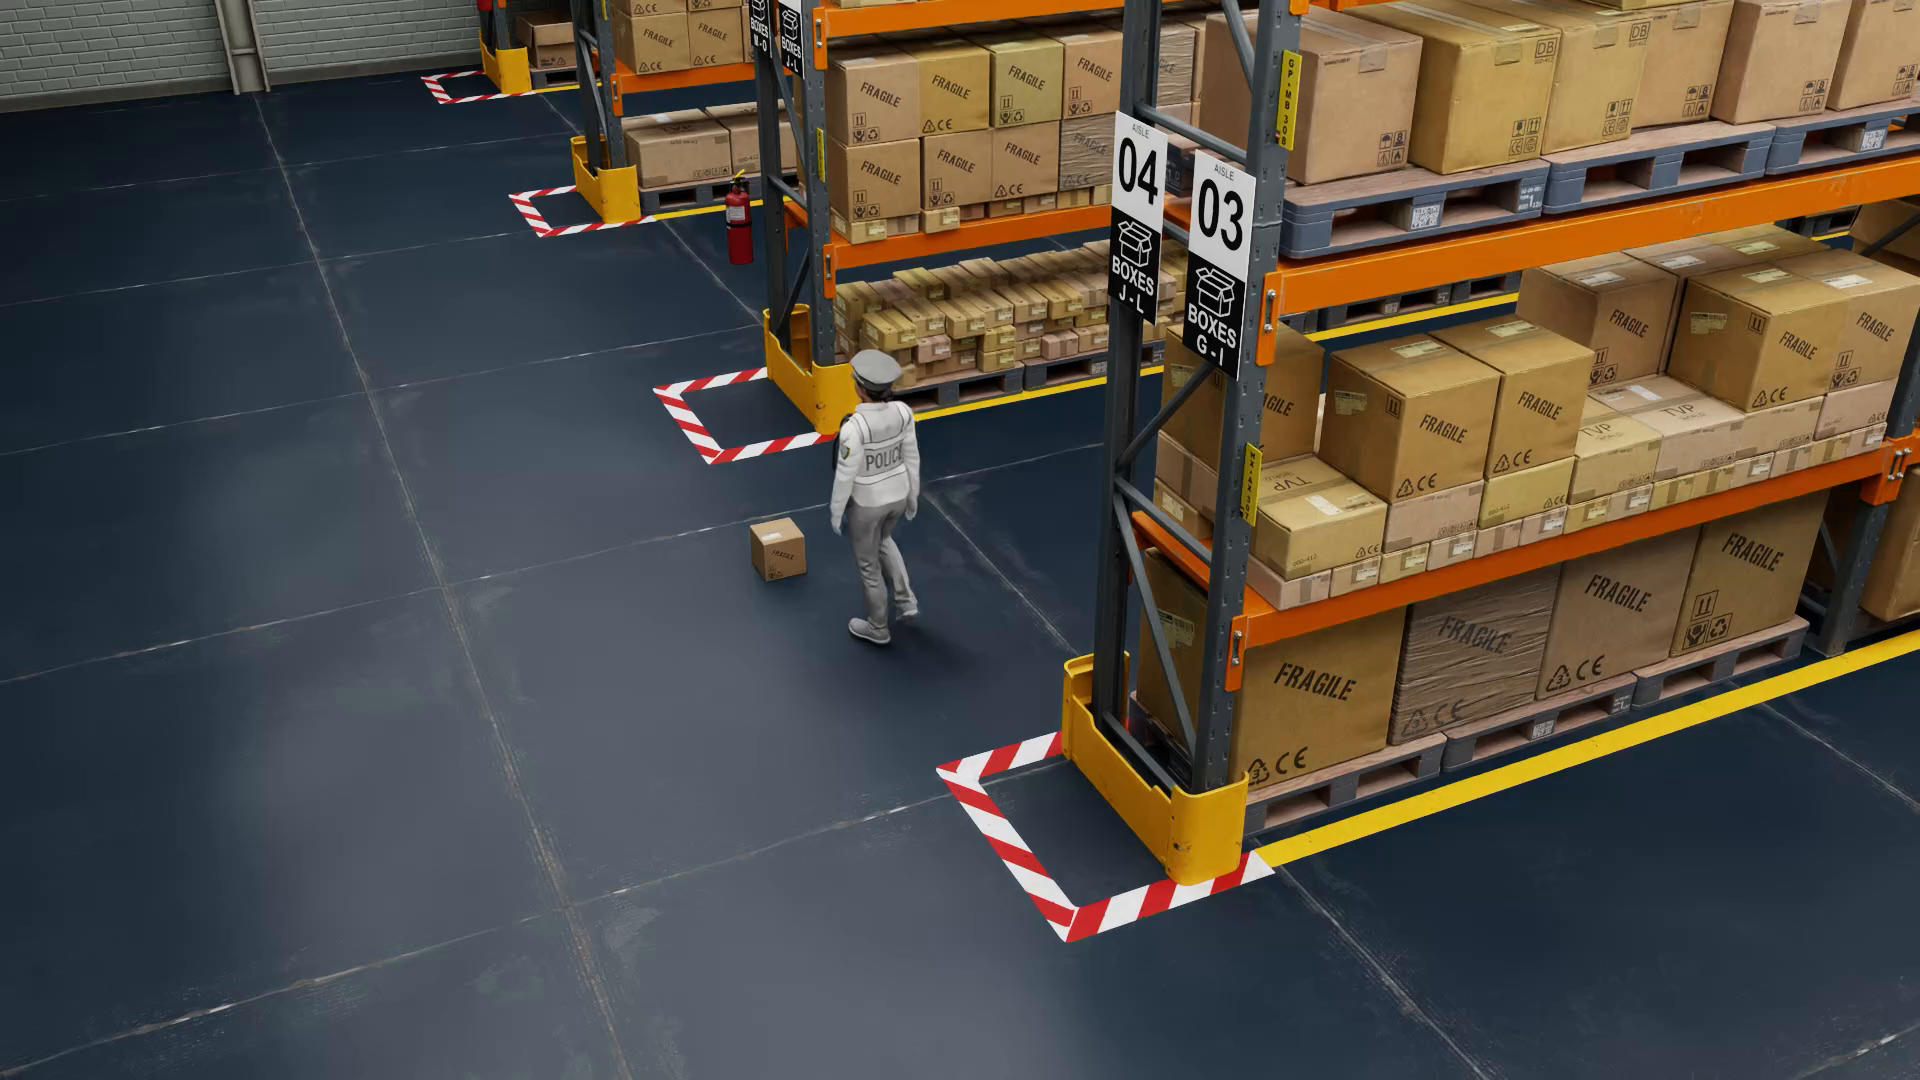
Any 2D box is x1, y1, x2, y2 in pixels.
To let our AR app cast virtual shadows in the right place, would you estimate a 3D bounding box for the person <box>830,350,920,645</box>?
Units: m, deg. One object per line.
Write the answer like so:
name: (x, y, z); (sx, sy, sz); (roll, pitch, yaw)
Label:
person: (-0.470, -0.209, 8.772); (0.503, 1.684, 0.407); (-24, 37, -36)
